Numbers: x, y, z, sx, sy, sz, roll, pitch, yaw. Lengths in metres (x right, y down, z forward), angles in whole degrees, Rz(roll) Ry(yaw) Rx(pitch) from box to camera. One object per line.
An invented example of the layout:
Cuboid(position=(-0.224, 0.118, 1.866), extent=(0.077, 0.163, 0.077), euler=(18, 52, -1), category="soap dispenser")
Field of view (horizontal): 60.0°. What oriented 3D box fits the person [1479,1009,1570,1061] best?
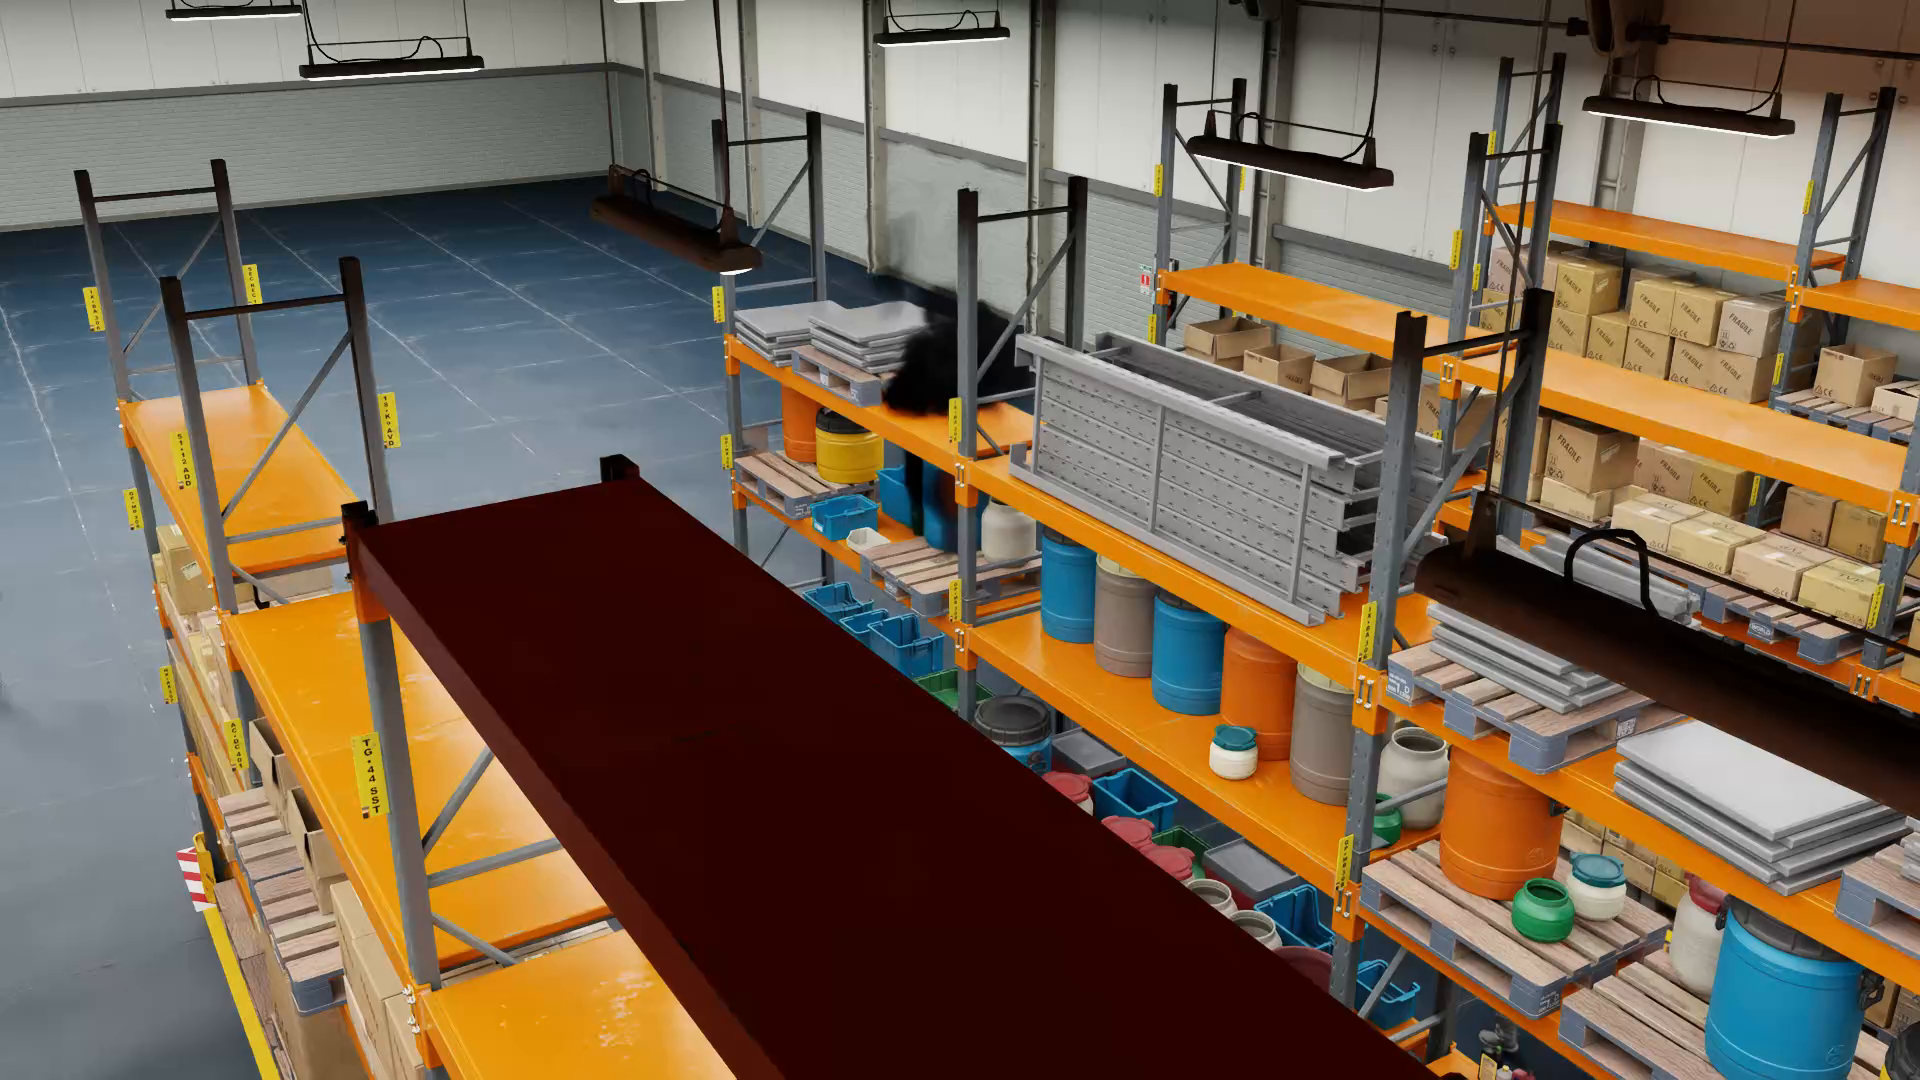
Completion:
Cuboid(position=(4.134, 3.008, 11.721), extent=(0.821, 1.644, 0.596), euler=(20, 29, 41), category="person")
